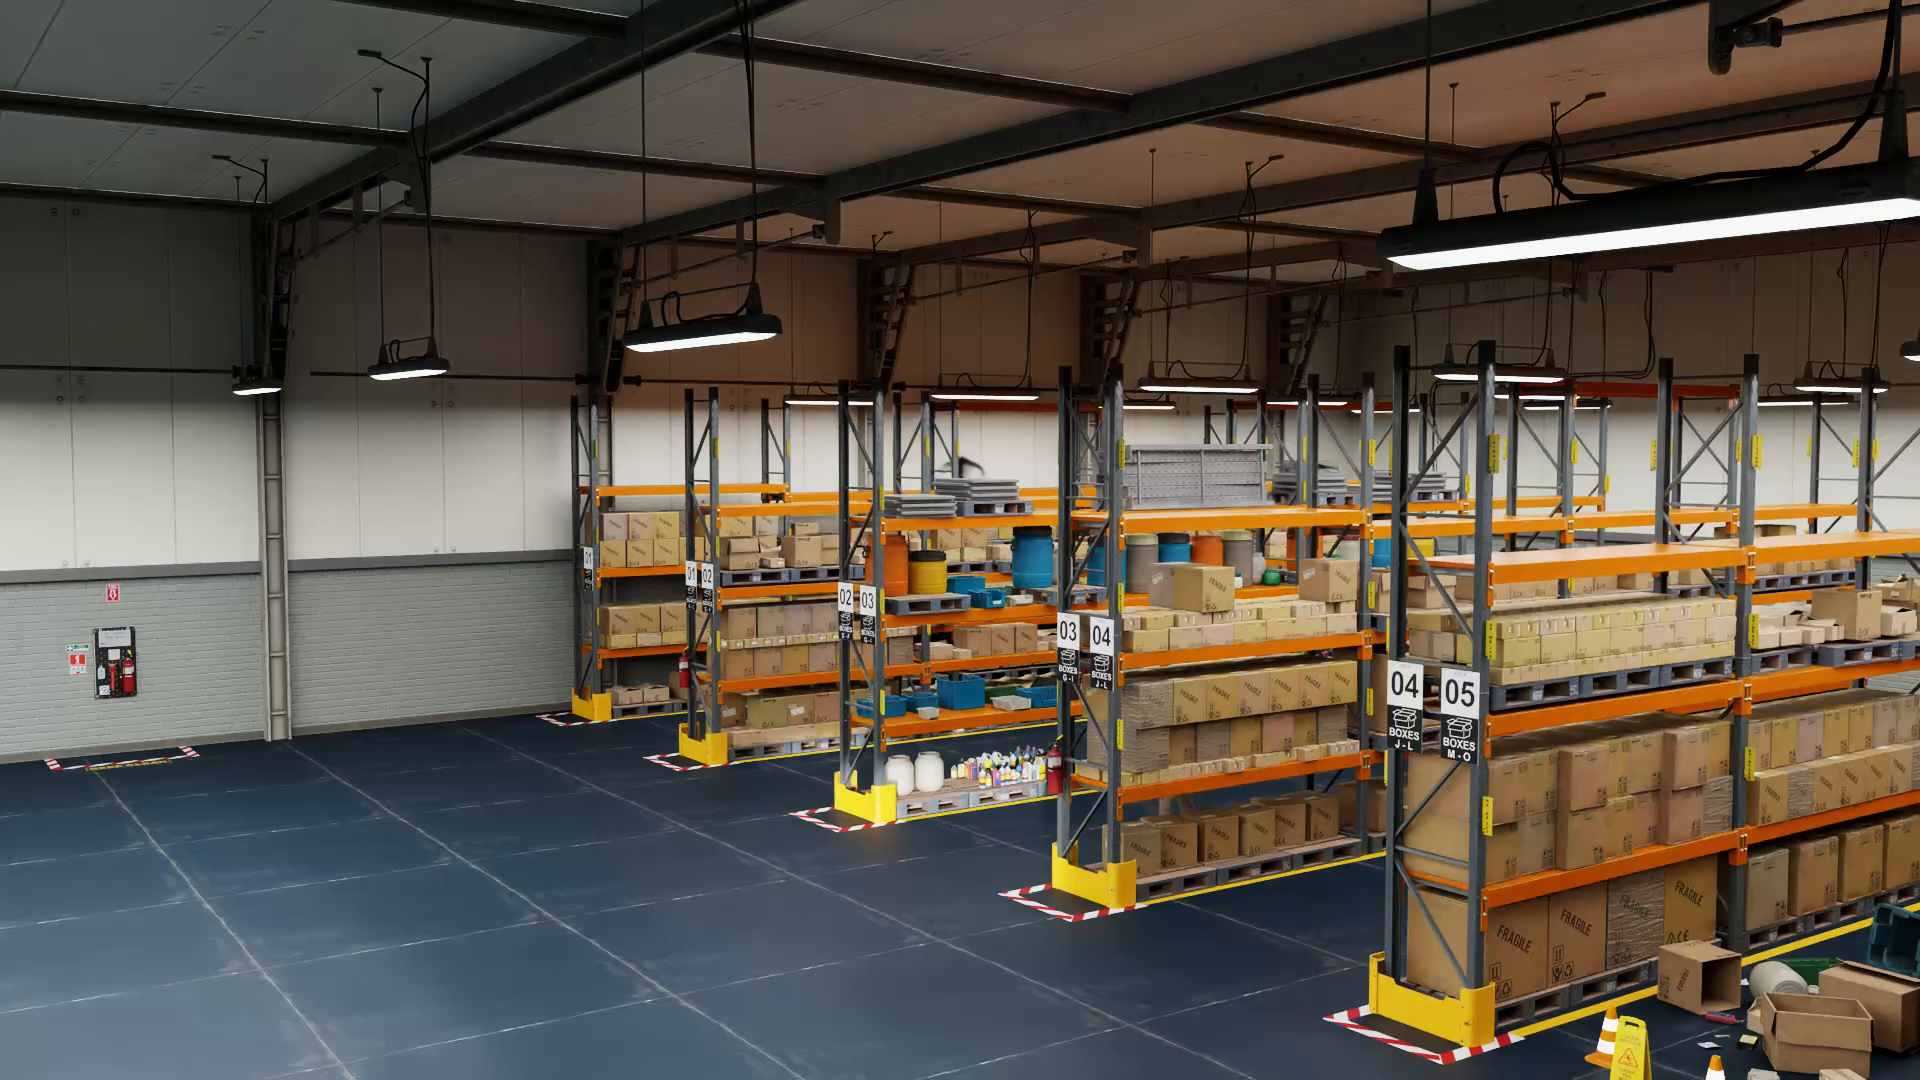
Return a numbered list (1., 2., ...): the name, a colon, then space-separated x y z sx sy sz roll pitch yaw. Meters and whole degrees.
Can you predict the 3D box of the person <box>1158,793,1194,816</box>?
1. person: 2.750 3.013 21.640 0.778 1.709 0.716 0 3 -1
